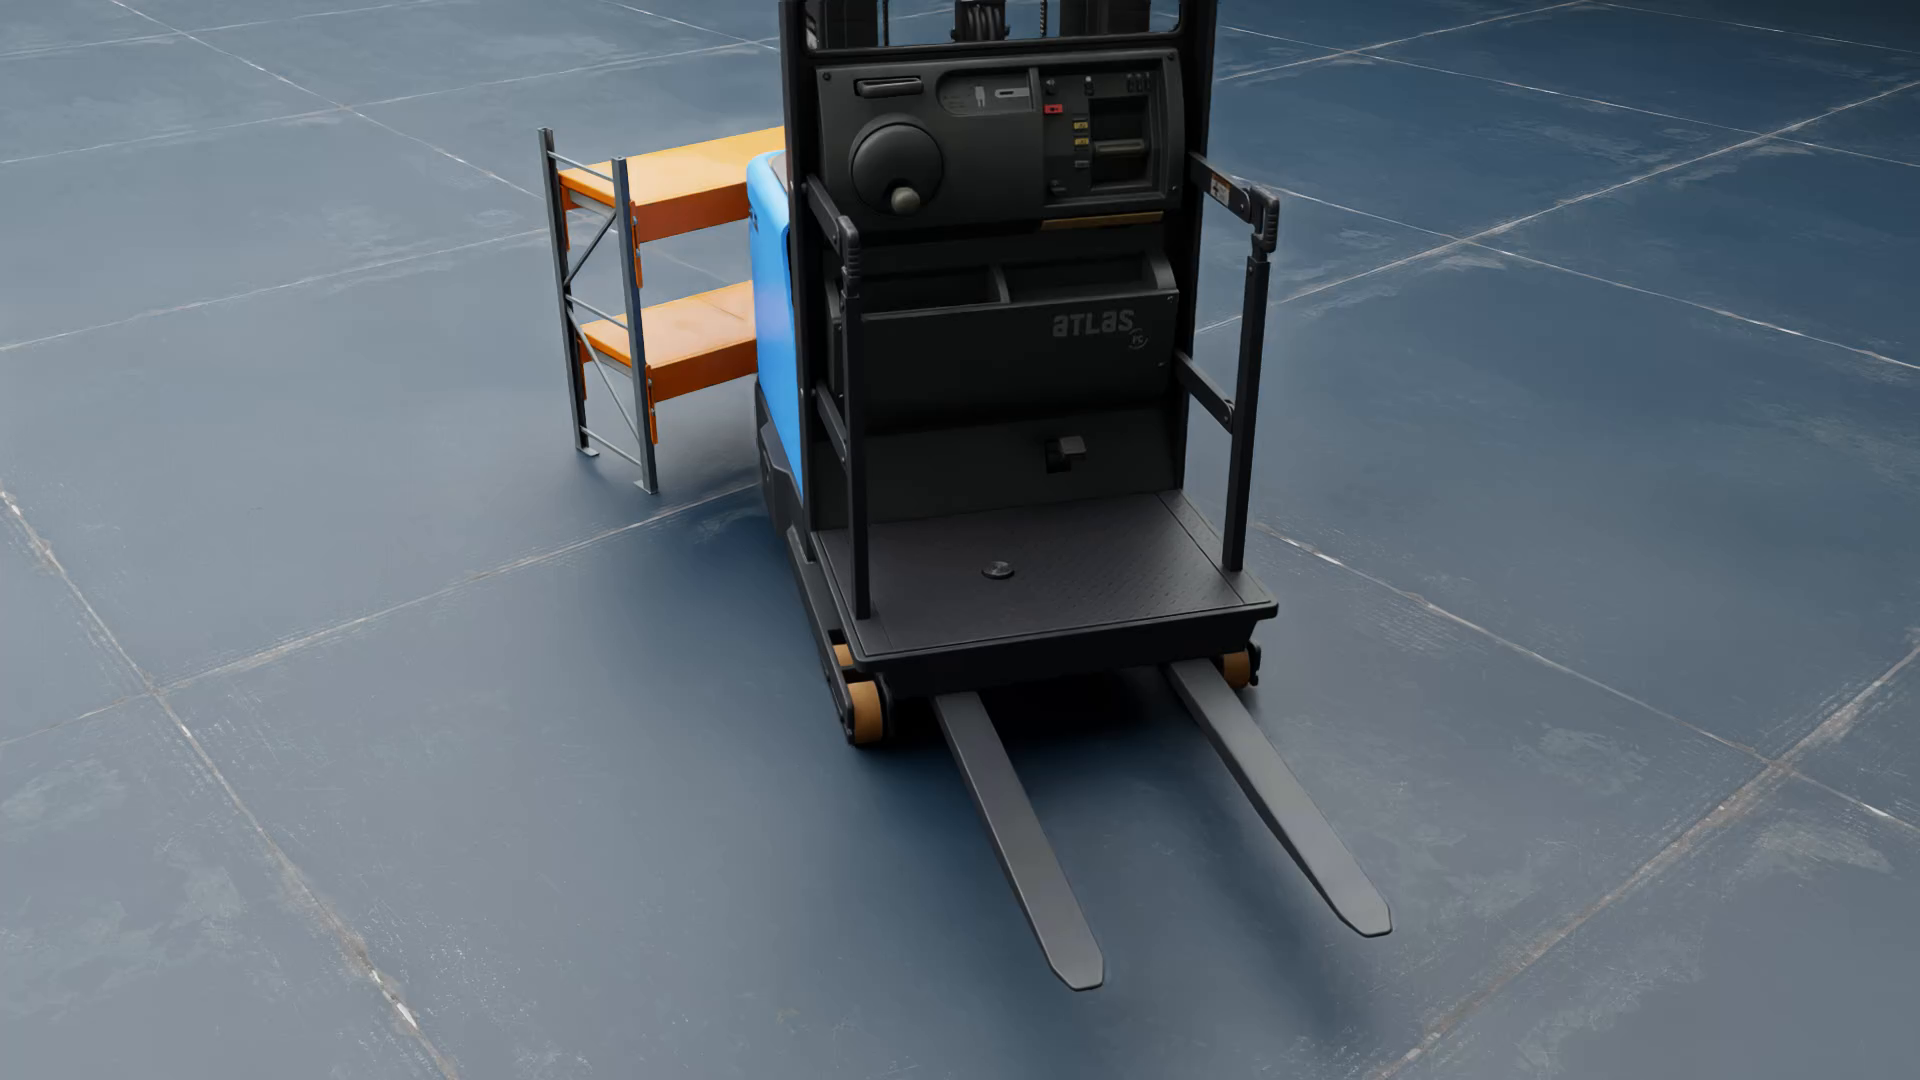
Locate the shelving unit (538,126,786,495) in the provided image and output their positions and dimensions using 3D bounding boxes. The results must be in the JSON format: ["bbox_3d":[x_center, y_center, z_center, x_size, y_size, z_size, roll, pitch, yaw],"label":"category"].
[{"bbox_3d":[-0.797,-0.897,5.734,1.048,1.125,0.538,-22,35,-35],"label":"shelving unit"}]

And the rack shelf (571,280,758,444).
[{"bbox_3d":[-0.797,-0.681,5.850,1.000,0.278,0.538,-22,35,-35],"label":"rack shelf"}]

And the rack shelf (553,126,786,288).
[{"bbox_3d":[-0.797,-1.155,5.596,1.000,0.278,0.538,-22,35,-35],"label":"rack shelf"}]

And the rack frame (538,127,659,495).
[{"bbox_3d":[-1.181,-0.740,5.441,0.032,1.125,0.500,-22,35,-35],"label":"rack frame"}]

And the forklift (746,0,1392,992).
[{"bbox_3d":[0.166,-0.968,3.951,1.130,2.935,3.031,-7,29,-13],"label":"forklift"}]
